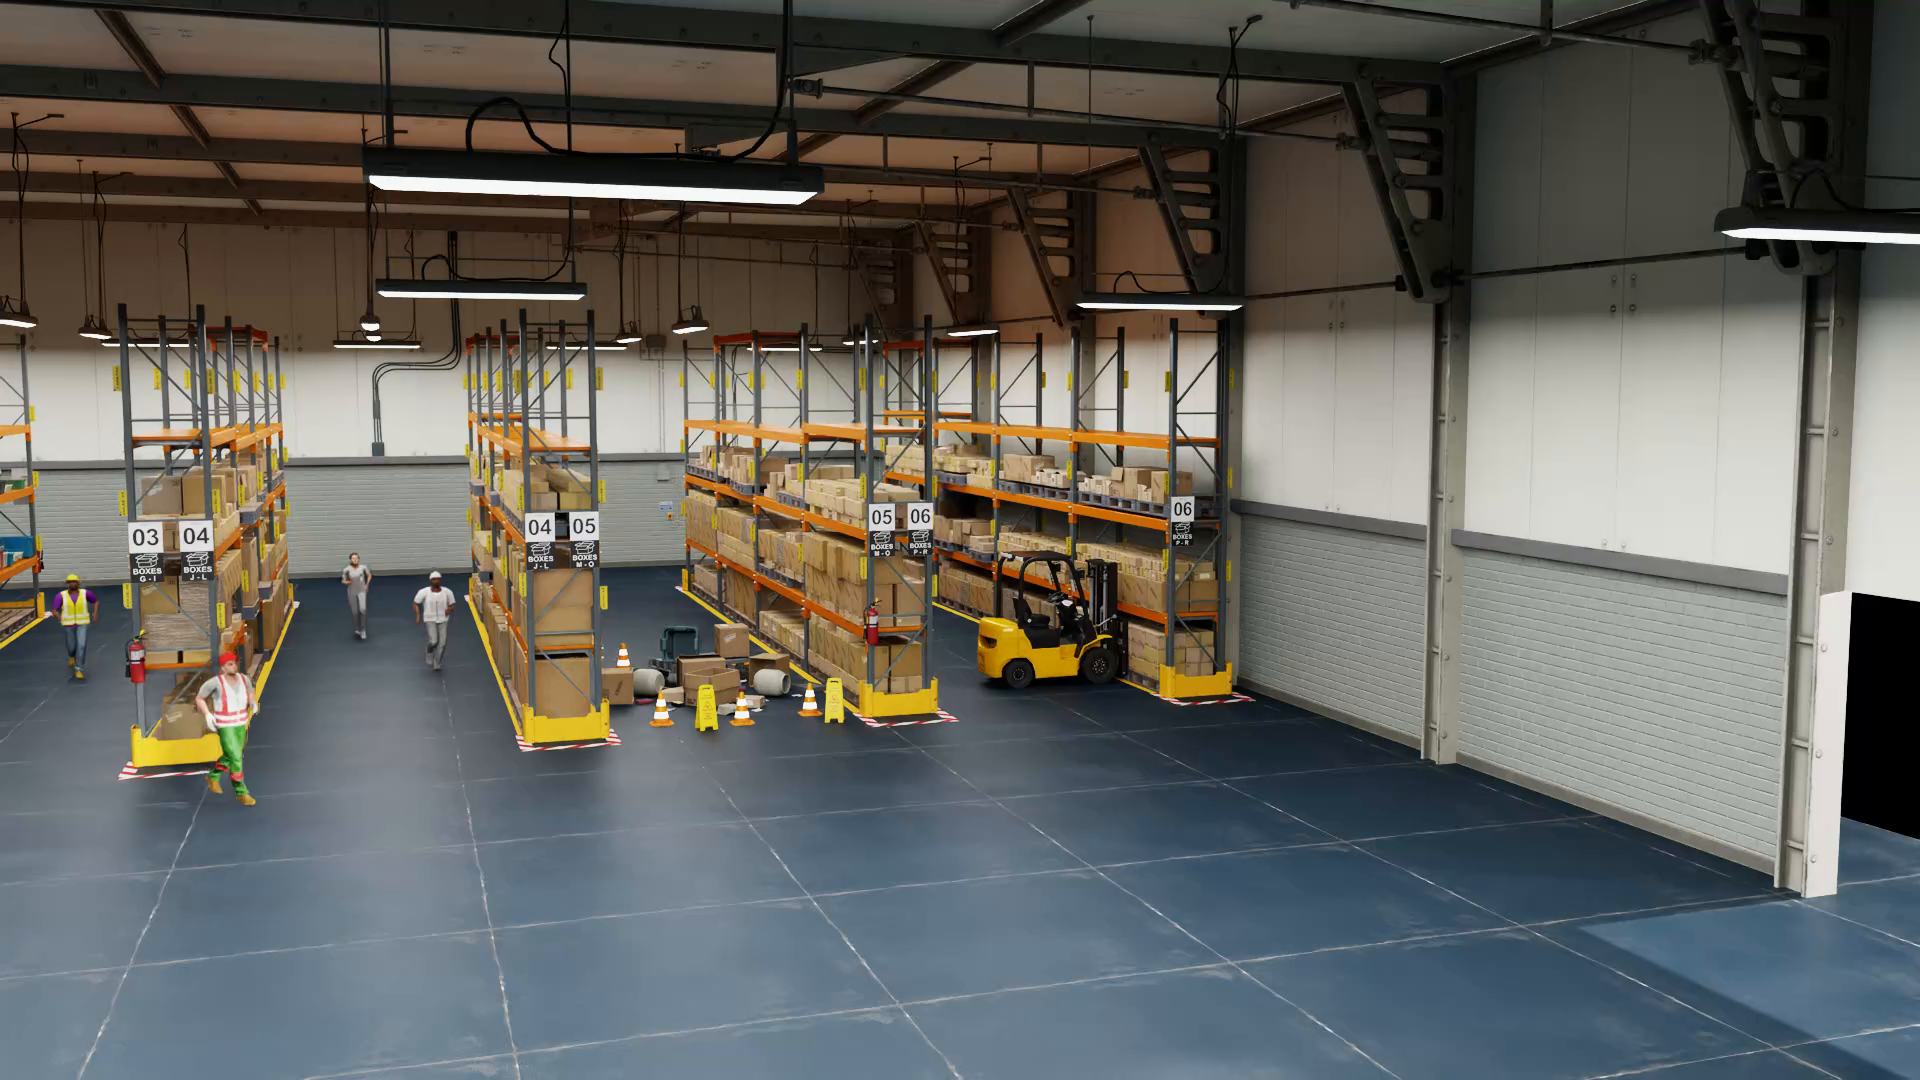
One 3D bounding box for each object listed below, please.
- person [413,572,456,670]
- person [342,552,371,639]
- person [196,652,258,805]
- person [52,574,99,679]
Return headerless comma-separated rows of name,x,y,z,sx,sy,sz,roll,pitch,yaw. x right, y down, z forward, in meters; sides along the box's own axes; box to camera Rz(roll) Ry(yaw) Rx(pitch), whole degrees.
person,-9.065,1.410,28.792,0.686,1.723,0.578,-3,6,-28
person,-11.811,1.092,32.571,0.542,1.710,0.731,-2,6,-18
person,-8.674,2.205,19.778,0.963,1.781,0.648,3,6,28
person,-15.083,1.453,28.386,0.712,1.754,0.932,-3,6,-27
